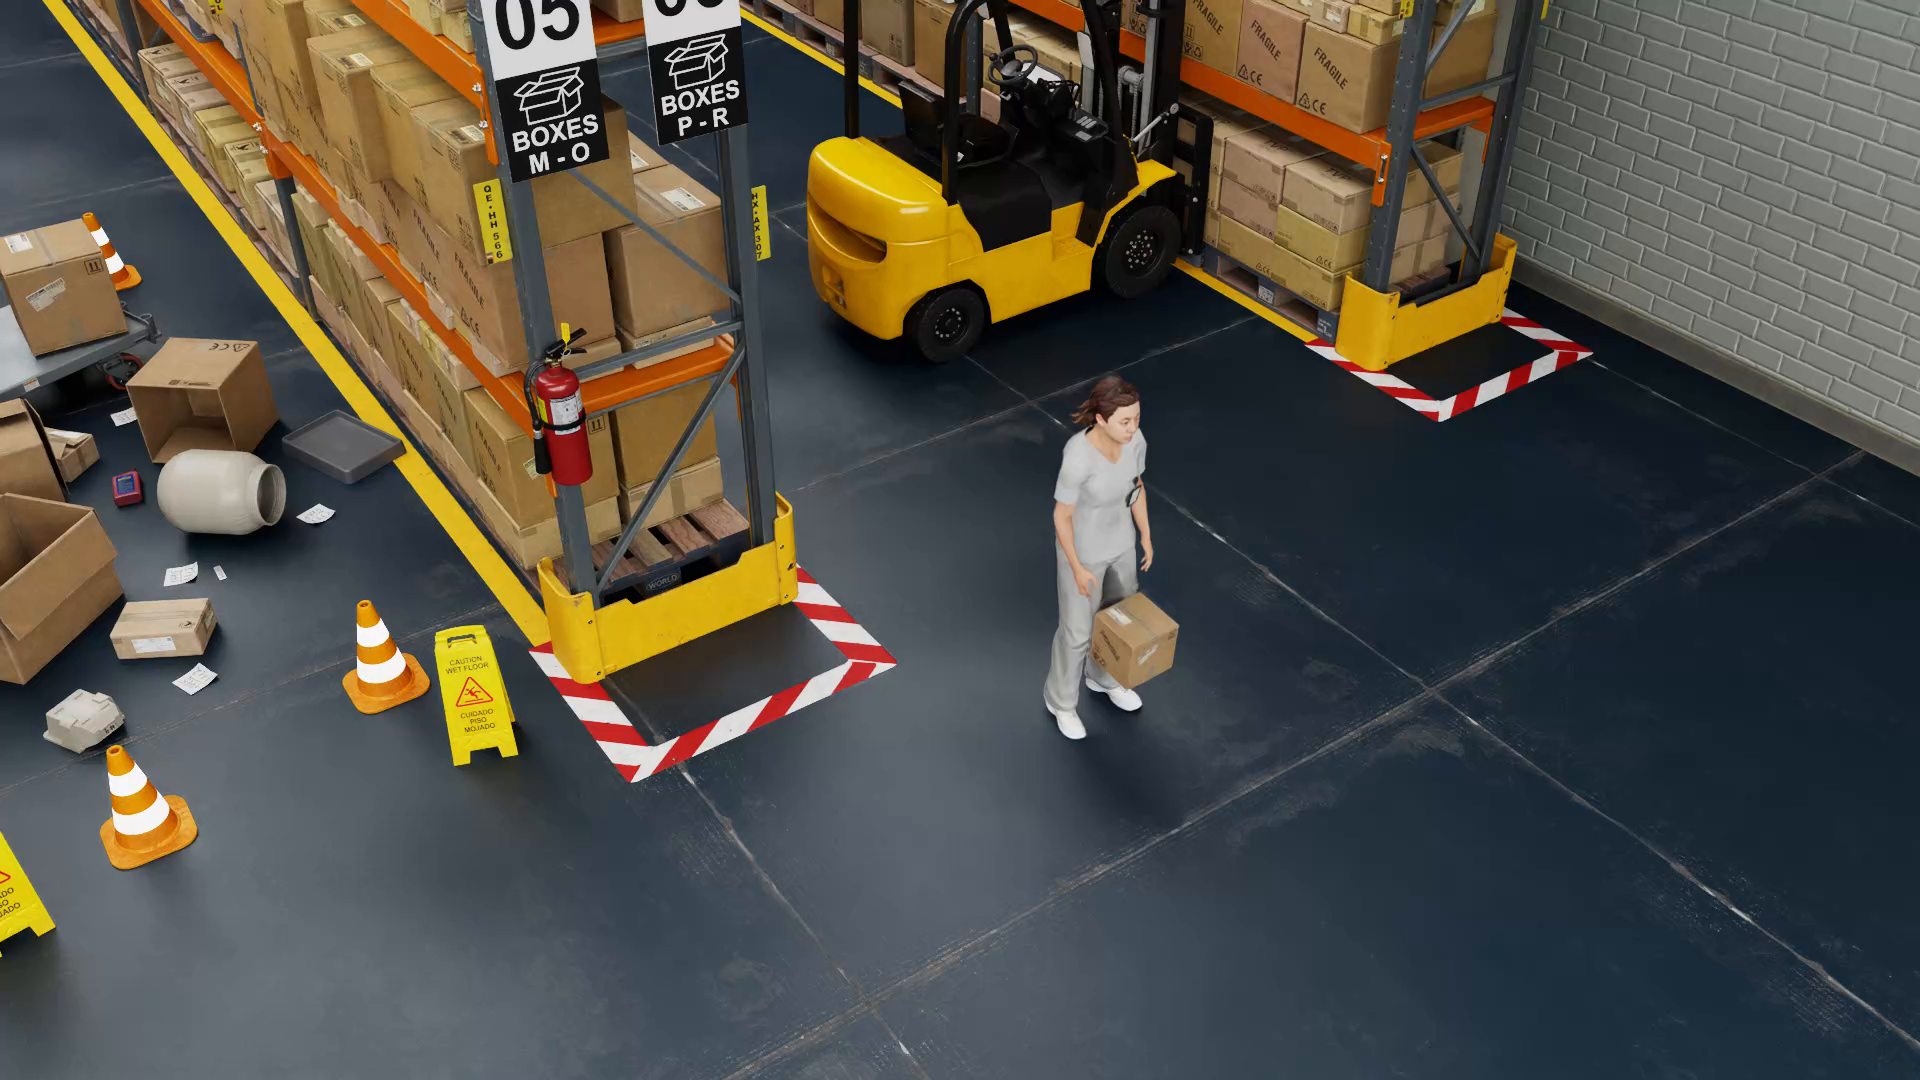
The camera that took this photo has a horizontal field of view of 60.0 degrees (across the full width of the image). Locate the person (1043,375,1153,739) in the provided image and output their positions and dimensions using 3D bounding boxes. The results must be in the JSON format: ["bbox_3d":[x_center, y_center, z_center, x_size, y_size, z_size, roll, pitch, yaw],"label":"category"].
[{"bbox_3d":[0.585,0.051,6.931,0.475,1.676,0.360,-24,43,-29],"label":"person"}]
